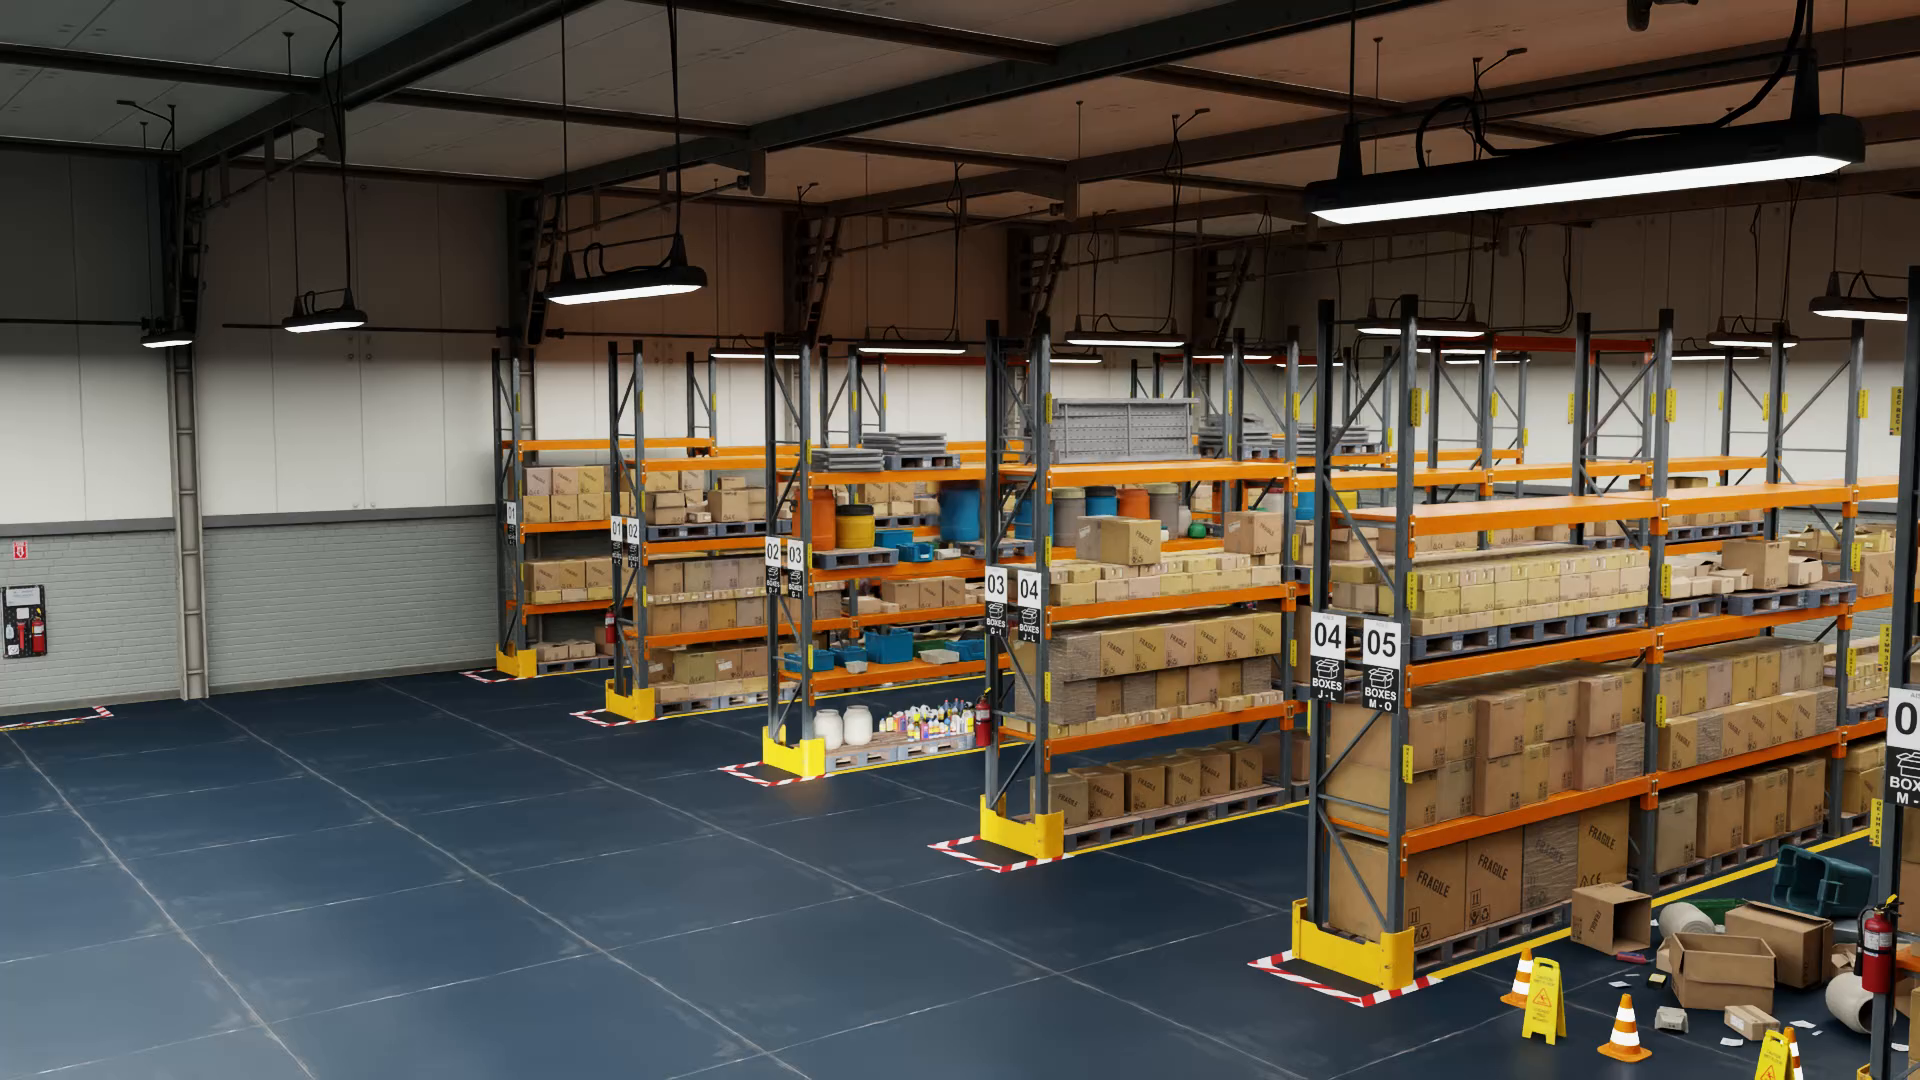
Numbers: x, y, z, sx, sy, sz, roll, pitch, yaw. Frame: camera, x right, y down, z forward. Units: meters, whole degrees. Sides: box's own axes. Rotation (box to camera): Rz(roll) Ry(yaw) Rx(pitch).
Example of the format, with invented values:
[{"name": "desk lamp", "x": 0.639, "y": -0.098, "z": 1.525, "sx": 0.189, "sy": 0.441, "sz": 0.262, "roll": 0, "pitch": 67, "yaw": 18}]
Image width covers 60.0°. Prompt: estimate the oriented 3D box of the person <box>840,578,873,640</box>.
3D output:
[{"name": "person", "x": -2.076, "y": 1.369, "z": 33.116, "sx": 0.662, "sy": 1.746, "sz": 1.036, "roll": 4, "pitch": 7, "yaw": 40}]
